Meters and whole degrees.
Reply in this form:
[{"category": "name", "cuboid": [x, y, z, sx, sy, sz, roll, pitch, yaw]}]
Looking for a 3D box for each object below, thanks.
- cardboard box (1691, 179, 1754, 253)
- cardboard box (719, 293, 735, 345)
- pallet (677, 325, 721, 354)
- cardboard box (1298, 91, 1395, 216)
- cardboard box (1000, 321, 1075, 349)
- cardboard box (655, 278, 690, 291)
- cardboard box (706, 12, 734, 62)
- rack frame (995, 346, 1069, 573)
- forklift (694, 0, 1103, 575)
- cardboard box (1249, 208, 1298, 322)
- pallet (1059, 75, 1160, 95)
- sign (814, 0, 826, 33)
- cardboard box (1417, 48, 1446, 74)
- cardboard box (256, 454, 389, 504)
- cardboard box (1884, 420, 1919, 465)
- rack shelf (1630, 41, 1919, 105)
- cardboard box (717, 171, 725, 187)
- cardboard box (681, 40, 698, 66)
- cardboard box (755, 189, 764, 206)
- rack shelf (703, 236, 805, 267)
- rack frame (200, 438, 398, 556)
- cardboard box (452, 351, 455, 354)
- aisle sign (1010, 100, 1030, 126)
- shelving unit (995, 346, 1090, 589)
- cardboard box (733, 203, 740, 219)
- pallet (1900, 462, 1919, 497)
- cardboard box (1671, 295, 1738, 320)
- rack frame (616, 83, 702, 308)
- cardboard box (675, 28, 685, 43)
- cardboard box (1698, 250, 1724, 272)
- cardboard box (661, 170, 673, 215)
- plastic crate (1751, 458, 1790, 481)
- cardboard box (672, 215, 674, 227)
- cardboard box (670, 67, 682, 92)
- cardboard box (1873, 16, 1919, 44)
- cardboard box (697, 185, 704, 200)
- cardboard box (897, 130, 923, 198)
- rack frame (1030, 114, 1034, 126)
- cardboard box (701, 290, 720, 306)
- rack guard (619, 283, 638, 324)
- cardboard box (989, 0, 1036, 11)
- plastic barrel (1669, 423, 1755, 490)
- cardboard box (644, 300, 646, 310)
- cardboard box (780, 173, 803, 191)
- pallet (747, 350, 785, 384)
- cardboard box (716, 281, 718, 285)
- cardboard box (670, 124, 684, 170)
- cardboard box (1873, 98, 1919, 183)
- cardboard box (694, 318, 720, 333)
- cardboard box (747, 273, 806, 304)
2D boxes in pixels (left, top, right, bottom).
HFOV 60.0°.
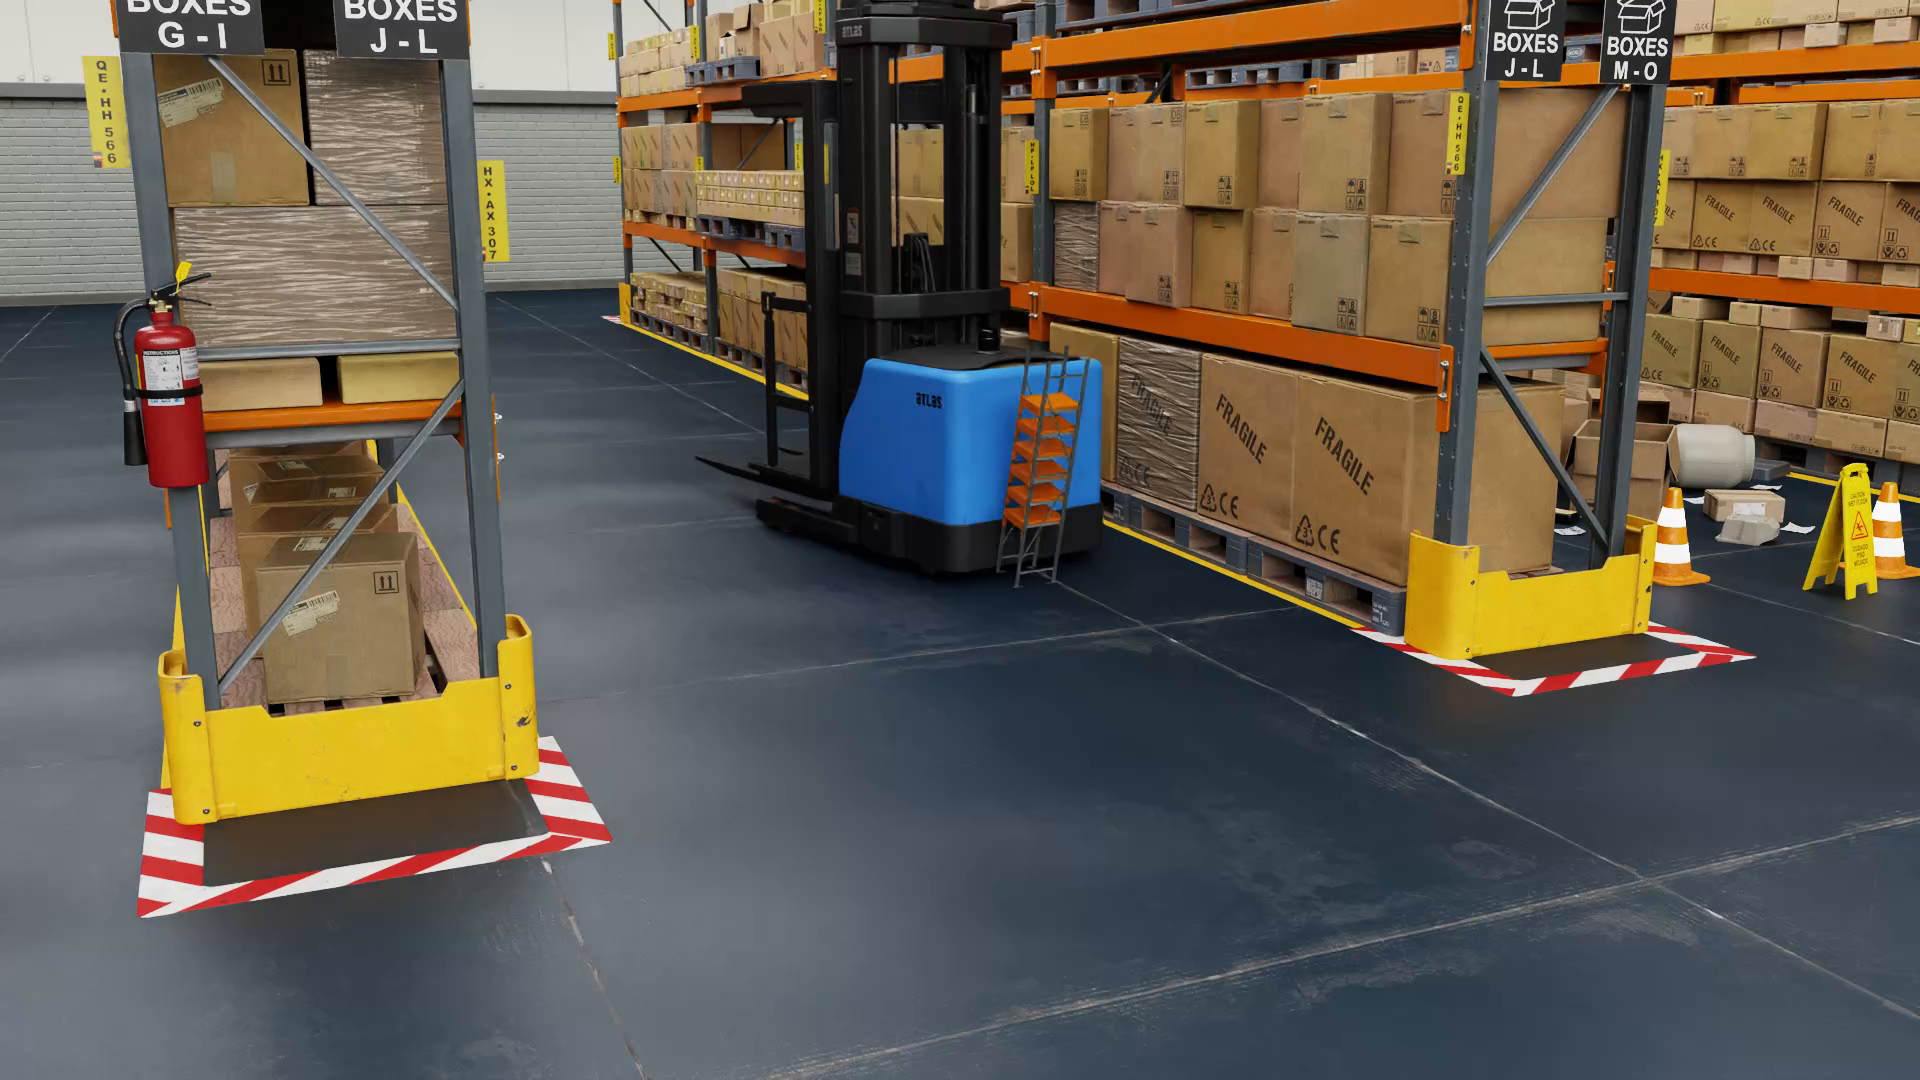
[{"category": "cardboard box", "cuboid": [5.585, -2.304, 11.793, 0.500, 0.500, 0.500, -6, 14, -23]}, {"category": "cardboard box", "cuboid": [-2.205, -2.324, 17.369, 0.500, 0.500, 0.500, -5, 14, -21]}, {"category": "pallet", "cuboid": [-2.559, -2.290, 18.798, 1.003, 0.211, 1.213, -6, 14, -23]}, {"category": "cardboard box", "cuboid": [2.131, -1.819, 7.848, 0.875, 0.550, 0.550, -6, 14, -23]}, {"category": "cardboard box", "cuboid": [0.616, -1.089, 11.482, 1.050, 0.750, 0.750, -6, 14, -23]}, {"category": "cardboard box", "cuboid": [-3.480, -3.095, 20.161, 0.380, 0.149, 0.250, -5, 14, -21]}, {"category": "cardboard box", "cuboid": [-2.207, -5.140, 17.120, 0.700, 0.500, 0.500, -6, 14, -23]}, {"category": "rack frame", "cuboid": [0.356, -0.389, 8.267, 0.240, 1.200, 0.006, -8, 29, -30]}, {"category": "forklift", "cuboid": [-0.530, -1.529, 9.474, 1.130, 2.935, 3.031, -10, 16, -36]}, {"category": "cardboard box", "cuboid": [2.010, -1.418, 8.514, 0.875, 0.550, 0.550, -6, 14, -23]}, {"category": "pallet", "cuboid": [1.919, -5.569, 20.326, 1.003, 0.211, 1.213, -6, 14, -23]}, {"category": "sign", "cuboid": [-1.153, -4.352, 13.721, 0.100, 0.325, 0.005, -6, 14, -23]}, {"category": "cardboard box", "cuboid": [4.477, -4.354, 14.649, 0.797, 0.503, 0.637, -6, 14, -23]}, {"category": "cardboard box", "cuboid": [-2.958, -0.095, 7.741, 0.500, 0.500, 0.500, -7, 15, -28]}, {"category": "cardboard box", "cuboid": [6.274, -0.618, 10.552, 0.500, 0.250, 0.500, -6, 14, -23]}, {"category": "rack shelf", "cuboid": [6.243, -3.026, 10.736, 1.077, 0.370, 4.000, -6, 14, -23]}, {"category": "cardboard box", "cuboid": [-2.206, -3.600, 16.580, 0.380, 0.149, 0.250, -6, 14, -24]}, {"category": "cardboard box", "cuboid": [-2.676, -5.218, 17.833, 0.500, 0.250, 0.500, -6, 14, -26]}, {"category": "cardboard box", "cuboid": [-1.684, -3.188, 15.456, 0.380, 0.149, 0.250, -6, 14, -23]}, {"category": "rack shelf", "cuboid": [-1.457, -2.750, 16.193, 1.077, 0.370, 4.000, -6, 14, -23]}, {"category": "rack frame", "cuboid": [-3.638, -1.433, 8.911, 1.000, 3.000, 0.127, -6, 14, -23]}, {"category": "cardboard box", "cuboid": [-2.014, -0.618, 5.947, 0.380, 0.149, 0.250, -6, 14, -23]}, {"category": "aisle sign", "cuboid": [0.890, -6.117, 23.382, 0.394, 0.787, 0.004, -6, 14, -23]}, {"category": "shelving unit", "cuboid": [0.401, -0.351, 8.197, 0.258, 1.200, 0.189, -8, 29, -30]}, {"category": "cardboard box", "cuboid": [-1.993, -3.203, 16.184, 0.380, 0.149, 0.250, -6, 14, -24]}, {"category": "pallet", "cuboid": [6.721, -0.330, 10.329, 1.003, 0.211, 1.213, -6, 14, -23]}, {"category": "cardboard box", "cuboid": [5.426, -1.697, 12.116, 0.380, 0.149, 0.250, -5, 14, -22]}, {"category": "rack frame", "cuboid": [-3.860, -4.340, 21.468, 1.000, 3.000, 0.127, -6, 14, -23]}, {"category": "cardboard box", "cuboid": [-2.885, -5.480, 18.081, 0.380, 0.149, 0.250, -6, 14, -23]}, {"category": "cardboard box", "cuboid": [5.557, -2.012, 11.970, 0.380, 0.149, 0.250, -6, 14, -23]}, {"category": "cardboard box", "cuboid": [-3.115, -3.992, 19.083, 0.500, 0.500, 0.500, -6, 14, -23]}, {"category": "plastic crate", "cuboid": [5.320, -0.508, 11.386, 0.402, 0.080, 0.583, -12, 18, -42]}, {"category": "cardboard box", "cuboid": [-3.112, -3.699, 19.258, 0.380, 0.149, 0.250, -6, 14, -24]}, {"category": "cardboard box", "cuboid": [-2.891, -5.083, 18.359, 0.500, 0.250, 0.500, -6, 14, -23]}, {"category": "cardboard box", "cuboid": [5.989, -3.203, 10.461, 0.380, 0.149, 0.250, -6, 14, -24]}, {"category": "cardboard box", "cuboid": [-2.521, -3.618, 17.314, 0.380, 0.149, 0.250, -5, 14, -22]}, {"category": "cardboard box", "cuboid": [-0.073, -2.919, 12.890, 0.700, 0.500, 0.500, -6, 14, -24]}, {"category": "rack frame", "cuboid": [0.635, -4.808, 23.490, 1.000, 3.000, 0.127, -6, 14, -23]}, {"category": "cardboard box", "cuboid": [-2.639, -2.669, 18.321, 0.380, 0.149, 0.250, -5, 14, -21]}, {"category": "rack guard", "cuboid": [-3.830, -3.106, 21.682, 1.175, 0.500, 0.348, -6, 14, -23]}, {"category": "cardboard box", "cuboid": [0.517, -3.634, 10.945, 0.500, 0.250, 0.500, -5, 14, -22]}, {"category": "plastic barrel", "cuboid": [4.830, -0.537, 10.751, 0.512, 0.421, 0.421, 4, 14, 16]}, {"category": "cardboard box", "cuboid": [-3.764, -2.972, 20.948, 0.380, 0.149, 0.250, -6, 14, -23]}, {"category": "cardboard box", "cuboid": [-1.370, -3.171, 14.725, 0.380, 0.149, 0.250, -6, 14, -24]}, {"category": "pallet", "cuboid": [-1.452, -1.742, 16.427, 1.003, 0.211, 1.213, -6, 14, -23]}, {"category": "cardboard box", "cuboid": [-2.746, -2.979, 19.663, 0.380, 0.149, 0.250, -6, 14, -25]}, {"category": "cardboard box", "cuboid": [-2.906, -4.373, 18.514, 0.500, 0.500, 0.500, -6, 14, -25]}, {"category": "cardboard box", "cuboid": [6.145, -2.470, 10.291, 0.700, 0.500, 0.500, -6, 14, -24]}, {"category": "cardboard box", "cuboid": [-2.727, -2.379, 18.389, 0.380, 0.149, 0.250, -5, 14, -22]}, {"category": "cardboard box", "cuboid": [-1.788, -2.473, 16.354, 0.500, 0.250, 0.500, -5, 14, -21]}]
